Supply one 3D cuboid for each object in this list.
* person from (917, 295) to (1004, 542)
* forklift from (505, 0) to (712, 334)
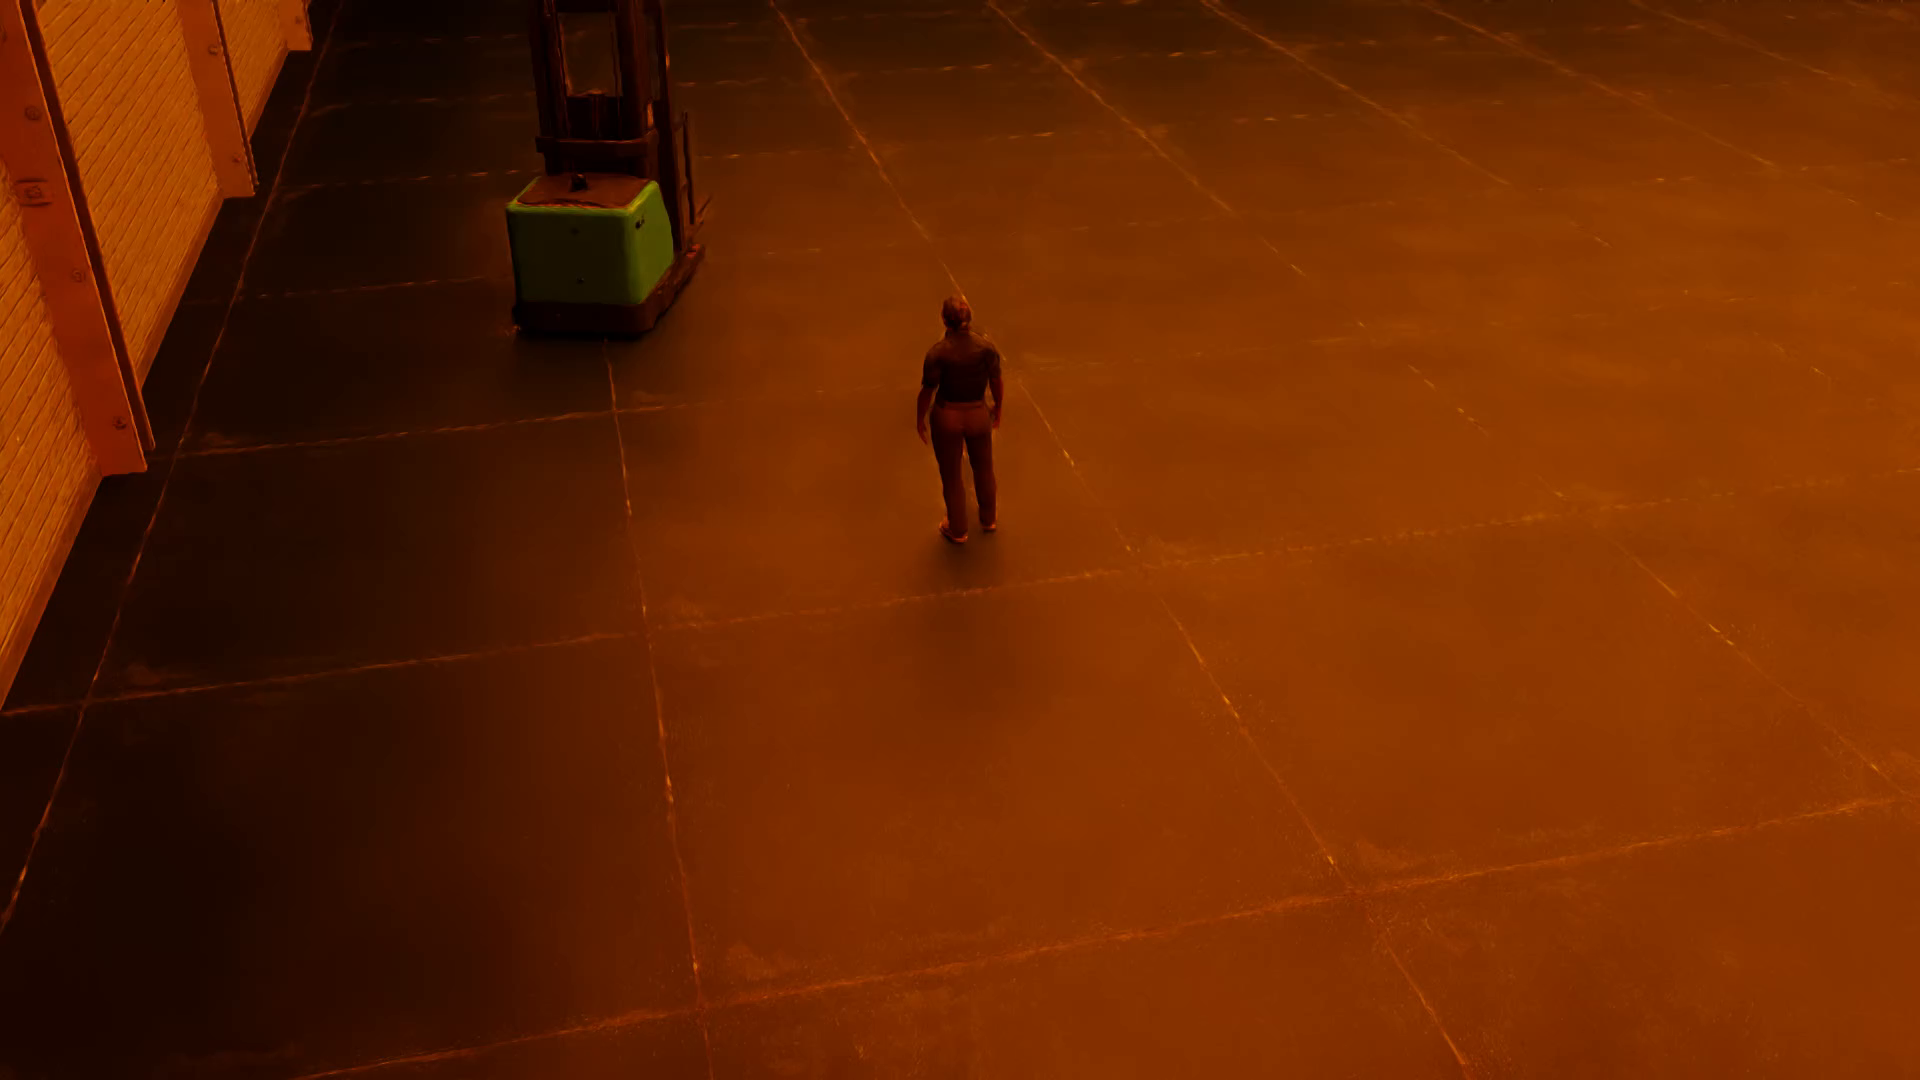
[{"bbox_3d":[-0.001,-0.767,10.160,0.570,1.654,0.503,-7,31,-12],"label":"person"},{"bbox_3d":[-2.856,-3.620,13.827,1.130,2.935,3.031,3,30,6],"label":"forklift"}]
